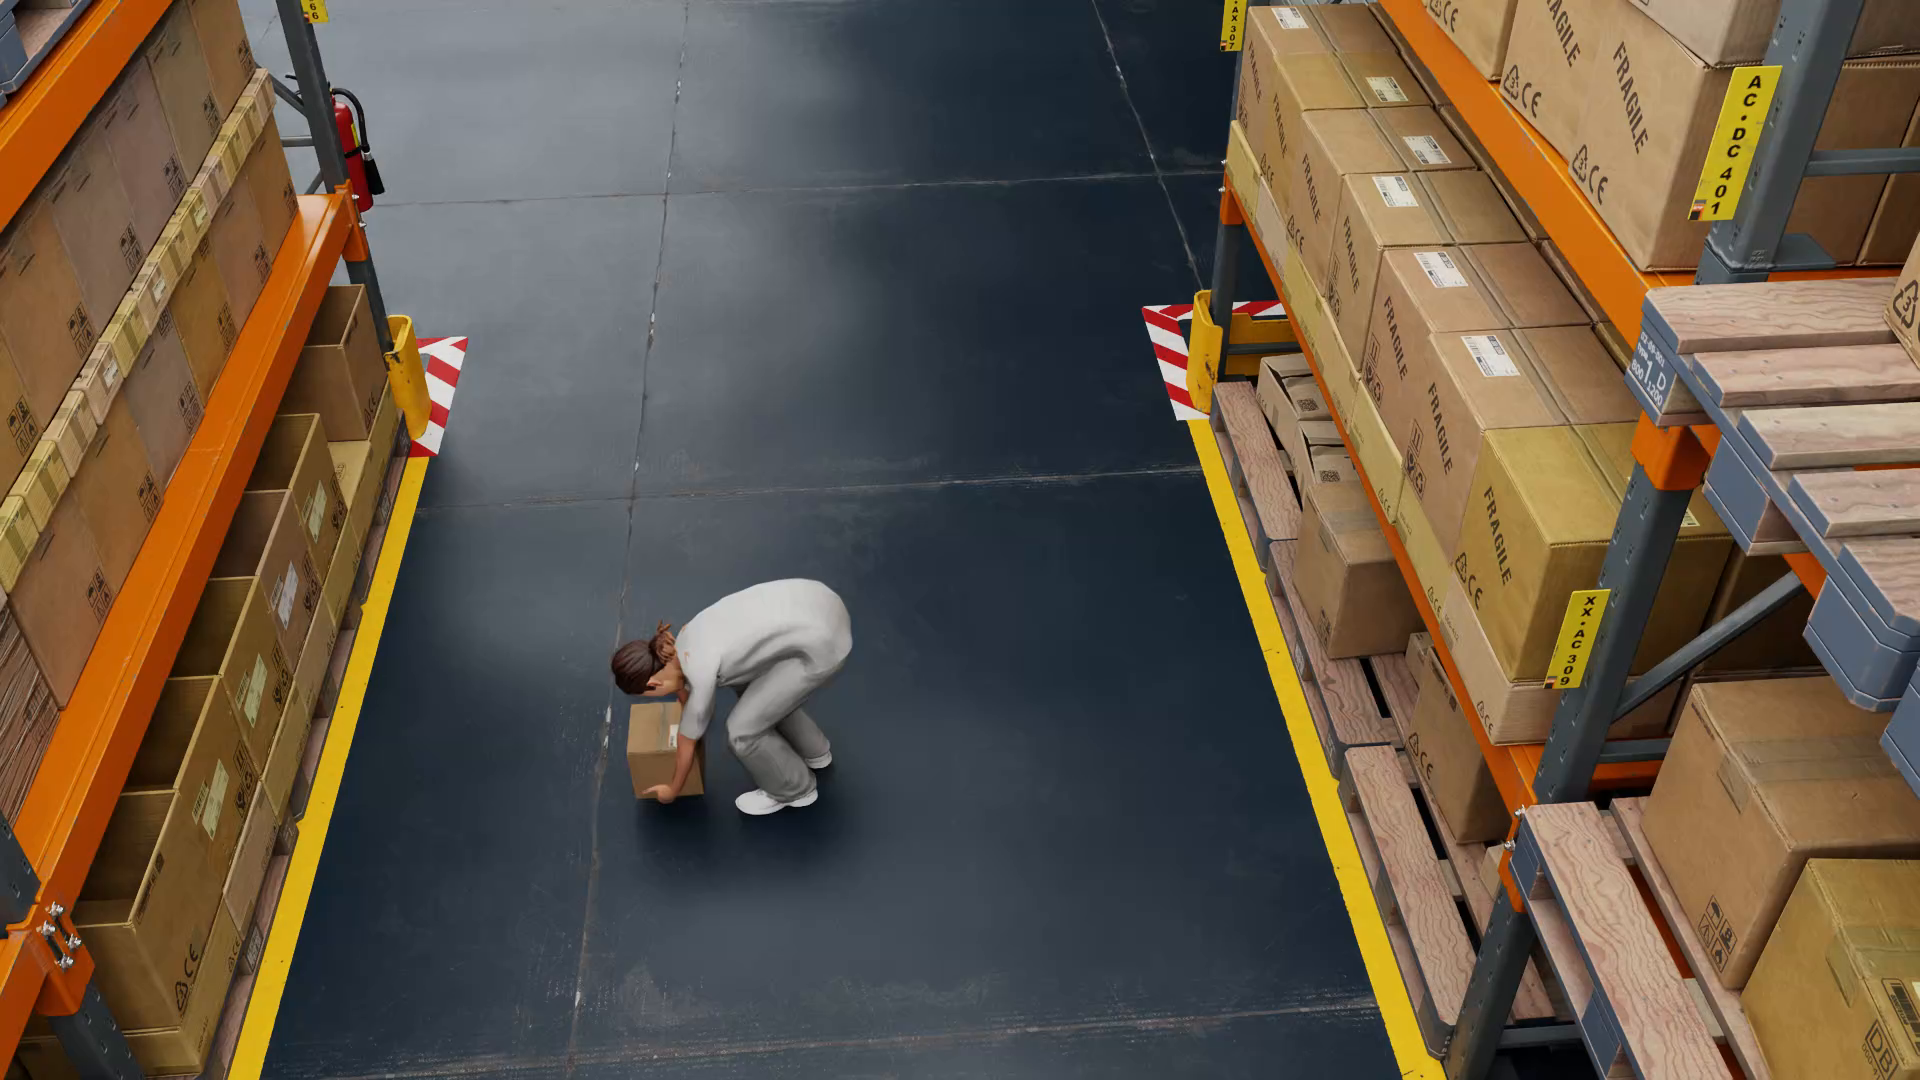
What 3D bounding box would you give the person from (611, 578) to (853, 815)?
[{"bbox_3d":[-0.805,0.578,6.032,0.853,0.935,0.451,-5,40,-6],"label":"person"}]
